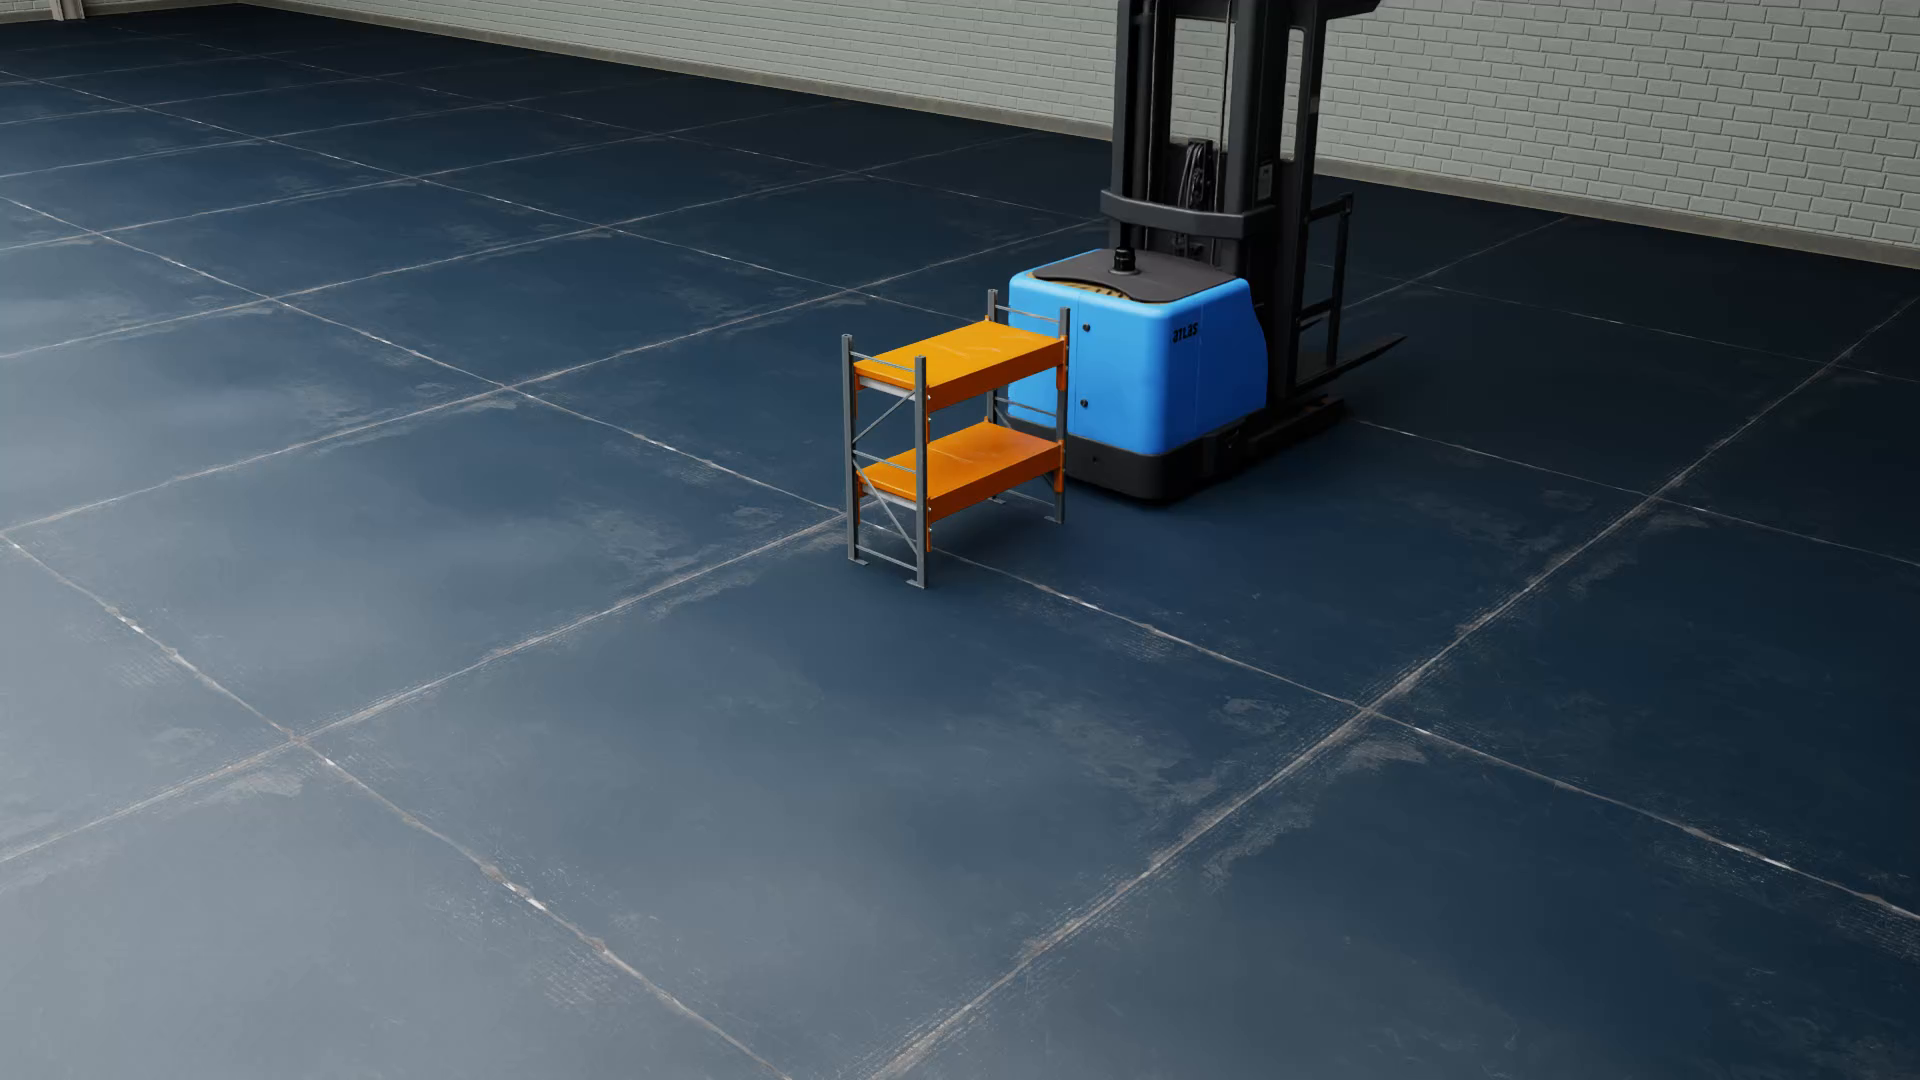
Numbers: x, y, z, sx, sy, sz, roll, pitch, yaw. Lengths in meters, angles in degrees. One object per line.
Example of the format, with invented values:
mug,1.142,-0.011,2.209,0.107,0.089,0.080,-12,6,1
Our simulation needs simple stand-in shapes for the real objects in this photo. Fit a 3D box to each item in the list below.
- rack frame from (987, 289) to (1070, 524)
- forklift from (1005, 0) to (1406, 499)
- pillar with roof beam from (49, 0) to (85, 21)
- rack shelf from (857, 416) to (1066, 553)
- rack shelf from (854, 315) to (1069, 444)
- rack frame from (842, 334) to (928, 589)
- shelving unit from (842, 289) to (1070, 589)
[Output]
rack frame,0.335,-0.666,8.361,0.500,1.125,0.032,20,31,38
forklift,1.597,-2.069,9.282,1.130,2.935,3.031,20,31,37
pillar with roof beam,-11.491,-11.531,22.969,9.100,9.000,0.400,20,31,38
rack shelf,-0.004,-0.288,8.115,0.538,0.278,1.000,20,31,38
rack shelf,-0.005,-0.778,7.896,0.538,0.278,1.000,20,31,38
rack frame,-0.344,-0.356,7.670,0.500,1.125,0.032,20,31,38
shelving unit,-0.005,-0.511,8.015,0.538,1.125,1.048,20,31,38
